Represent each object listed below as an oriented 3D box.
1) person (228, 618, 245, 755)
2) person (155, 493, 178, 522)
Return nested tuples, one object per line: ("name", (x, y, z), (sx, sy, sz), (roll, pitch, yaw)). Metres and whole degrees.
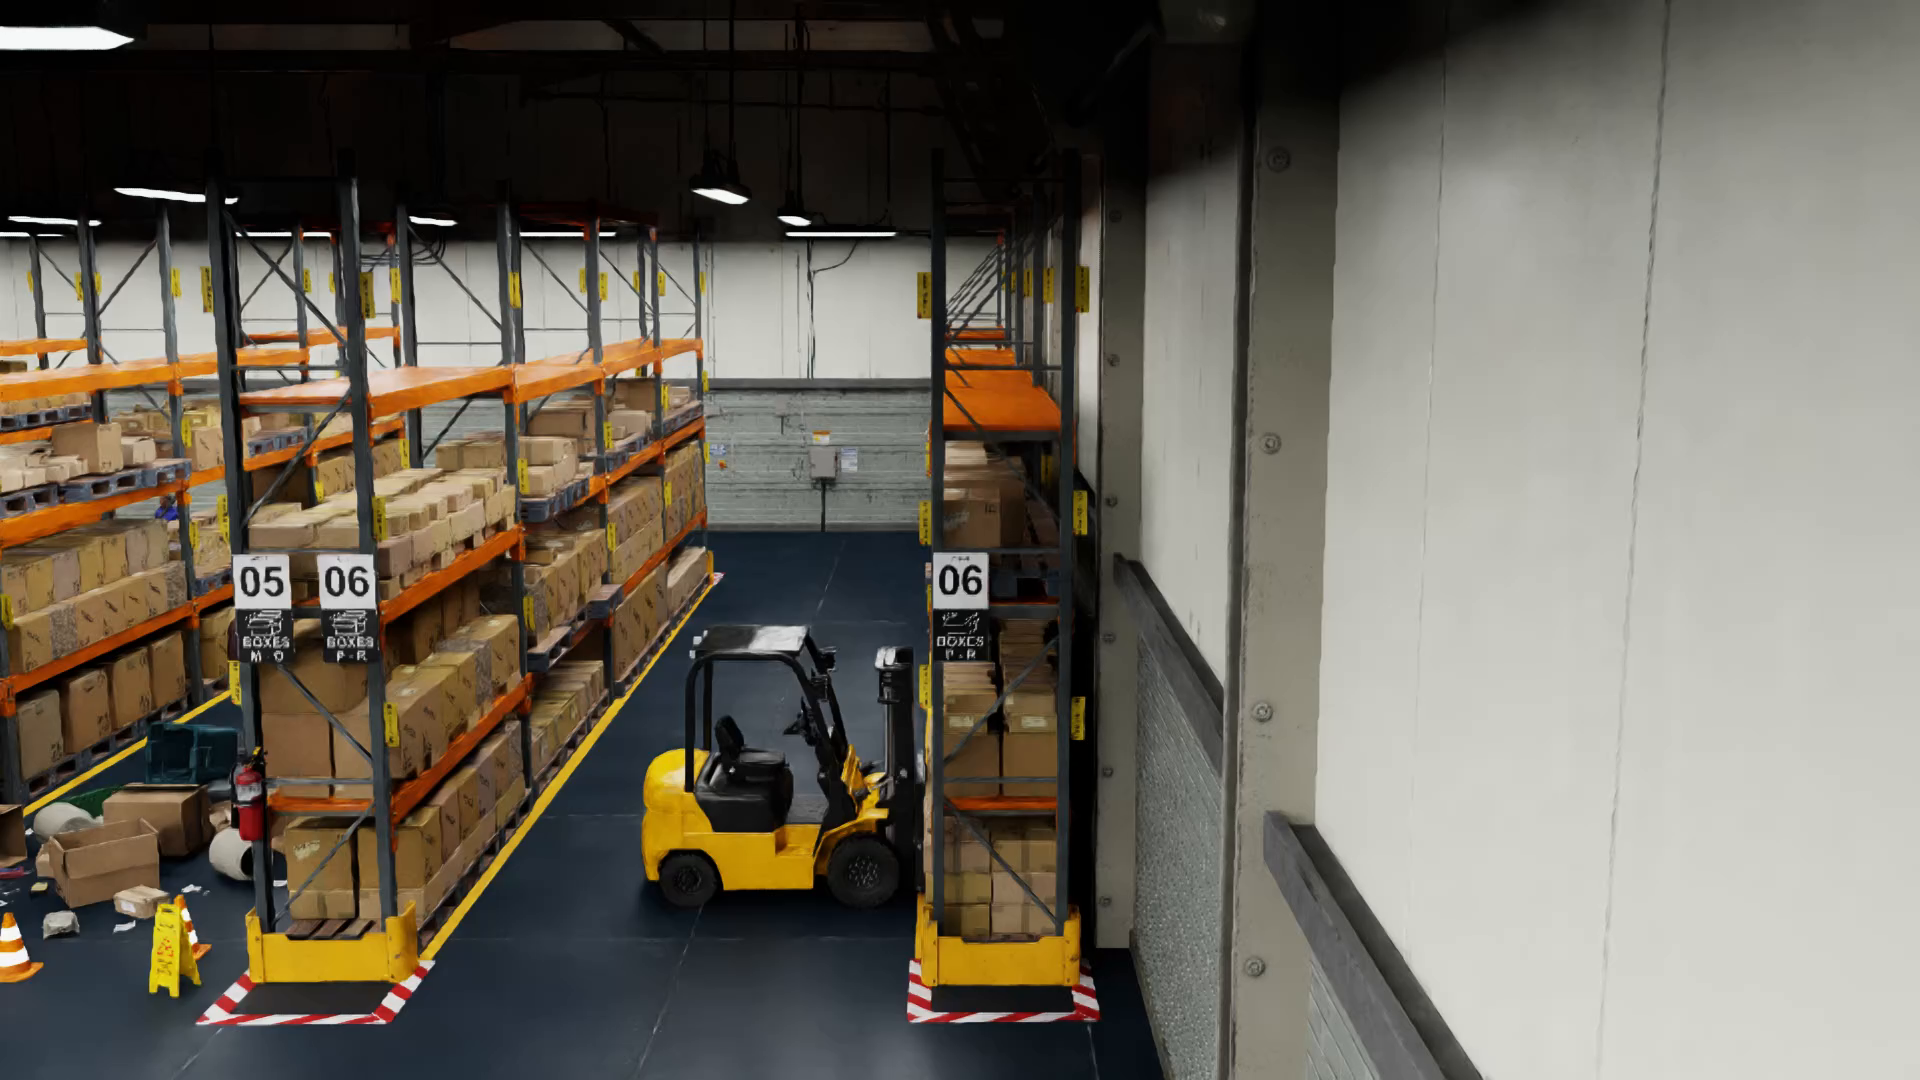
("person", (-7.688, 1.408, 18.004), (0.557, 1.781, 0.631), (5, 10, 29))
("person", (-13.053, -0.020, 27.476), (0.447, 1.560, 1.088), (0, 9, 2))
